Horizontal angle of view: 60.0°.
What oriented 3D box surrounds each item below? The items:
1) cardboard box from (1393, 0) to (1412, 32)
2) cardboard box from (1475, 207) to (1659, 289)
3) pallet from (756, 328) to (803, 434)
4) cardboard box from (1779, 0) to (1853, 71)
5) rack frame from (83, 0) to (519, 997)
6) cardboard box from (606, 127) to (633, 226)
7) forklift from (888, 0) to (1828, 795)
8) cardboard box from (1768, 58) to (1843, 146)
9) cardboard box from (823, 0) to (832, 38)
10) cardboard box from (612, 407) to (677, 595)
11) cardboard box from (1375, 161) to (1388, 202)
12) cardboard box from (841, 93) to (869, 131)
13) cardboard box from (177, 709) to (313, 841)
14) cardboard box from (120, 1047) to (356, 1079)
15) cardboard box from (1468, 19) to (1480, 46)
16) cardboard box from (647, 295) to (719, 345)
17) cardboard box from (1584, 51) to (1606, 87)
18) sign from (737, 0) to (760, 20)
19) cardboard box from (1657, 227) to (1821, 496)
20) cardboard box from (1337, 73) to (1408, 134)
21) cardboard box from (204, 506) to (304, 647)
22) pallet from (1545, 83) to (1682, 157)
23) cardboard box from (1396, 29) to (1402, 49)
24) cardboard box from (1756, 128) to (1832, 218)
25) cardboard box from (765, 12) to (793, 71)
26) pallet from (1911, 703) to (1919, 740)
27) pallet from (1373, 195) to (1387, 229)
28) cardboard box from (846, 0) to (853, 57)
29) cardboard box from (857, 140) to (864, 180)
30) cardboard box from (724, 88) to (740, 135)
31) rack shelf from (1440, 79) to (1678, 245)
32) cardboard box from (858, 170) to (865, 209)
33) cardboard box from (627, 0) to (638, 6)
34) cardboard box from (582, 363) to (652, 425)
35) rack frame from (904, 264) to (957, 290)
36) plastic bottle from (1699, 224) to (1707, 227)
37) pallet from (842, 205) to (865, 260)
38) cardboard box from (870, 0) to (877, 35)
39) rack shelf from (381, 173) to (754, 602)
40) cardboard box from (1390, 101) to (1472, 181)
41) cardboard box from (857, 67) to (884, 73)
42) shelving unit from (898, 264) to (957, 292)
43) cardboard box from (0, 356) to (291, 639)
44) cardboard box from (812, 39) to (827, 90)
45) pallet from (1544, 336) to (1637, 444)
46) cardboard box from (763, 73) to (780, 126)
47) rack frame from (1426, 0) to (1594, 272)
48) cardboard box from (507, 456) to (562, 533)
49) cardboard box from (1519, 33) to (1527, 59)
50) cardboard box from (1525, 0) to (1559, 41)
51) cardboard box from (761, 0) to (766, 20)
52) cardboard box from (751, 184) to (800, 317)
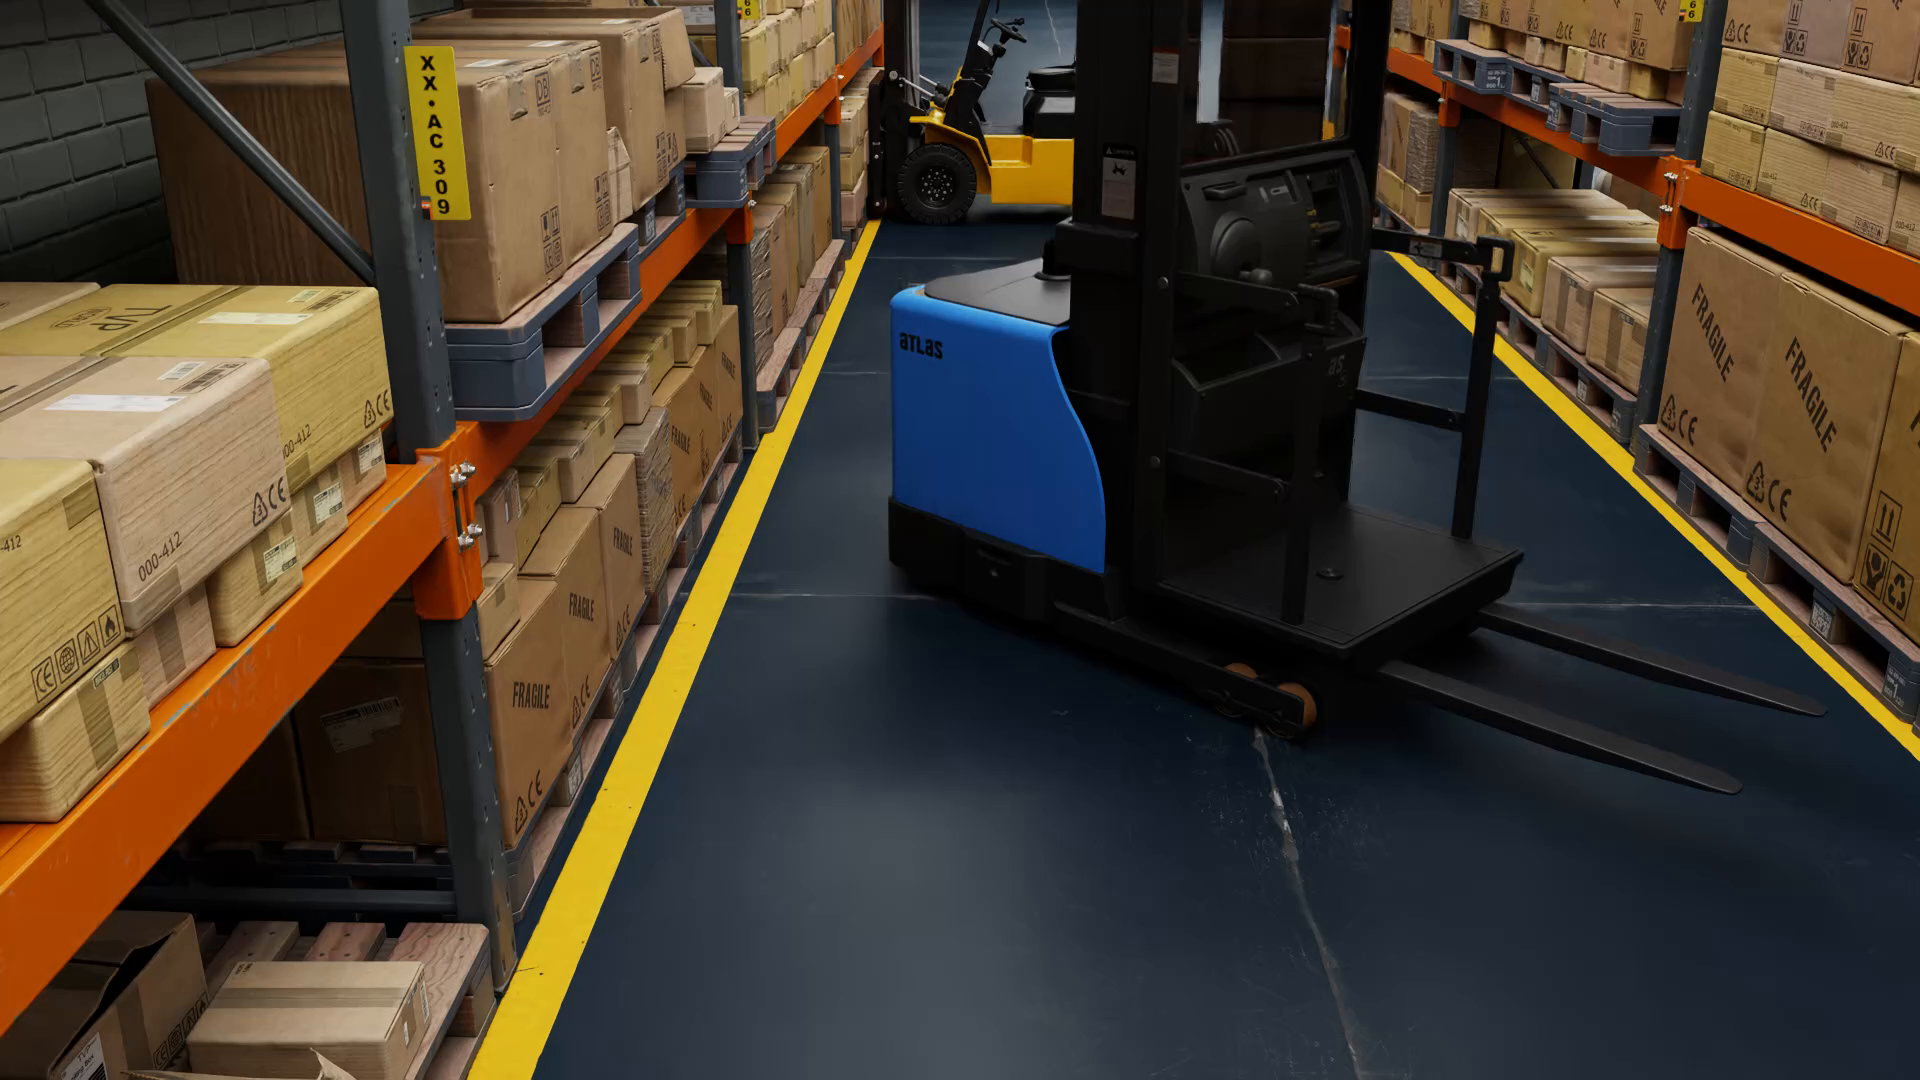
[{"bbox_3d":[3.442,-3.939,11.984,0.500,0.500,0.500,1,21,3],"label":"cardboard box"},{"bbox_3d":[3.626,-1.737,9.912,0.950,0.372,0.625,2,21,5],"label":"cardboard box"},{"bbox_3d":[-1.362,-0.820,8.352,1.003,0.211,1.213,1,21,2],"label":"pallet"},{"bbox_3d":[3.271,-1.928,5.830,0.500,0.500,0.500,1,21,2],"label":"cardboard box"},{"bbox_3d":[-1.547,-0.377,3.354,1.000,3.000,0.127,1,21,2],"label":"rack frame"},{"bbox_3d":[-1.122,-1.008,4.586,0.396,0.266,0.258,2,21,4],"label":"cardboard box"},{"bbox_3d":[1.139,-0.982,5.007,3.031,2.935,1.130,20,29,41],"label":"forklift"},{"bbox_3d":[3.257,-1.566,5.934,0.500,0.250,0.500,1,21,3],"label":"cardboard box"},{"bbox_3d":[-1.063,-3.252,10.280,0.500,0.250,0.500,0,21,0],"label":"cardboard box"},{"bbox_3d":[-1.260,-0.140,5.619,0.500,0.500,0.500,0,21,0],"label":"cardboard box"},{"bbox_3d":[3.433,-2.723,12.621,0.500,0.250,0.500,1,21,2],"label":"cardboard box"},{"bbox_3d":[-0.946,-3.186,12.431,0.500,0.250,0.500,1,21,3],"label":"cardboard box"},{"bbox_3d":[-1.828,0.412,4.196,0.500,0.500,0.500,1,21,1],"label":"cardboard box"},{"bbox_3d":[-1.282,1.036,2.912,0.396,0.266,0.258,1,21,4],"label":"cardboard box"},{"bbox_3d":[3.325,-3.099,10.135,0.380,0.149,0.250,1,21,2],"label":"cardboard box"},{"bbox_3d":[-1.165,-0.876,6.617,0.380,0.149,0.250,0,21,-1],"label":"cardboard box"},{"bbox_3d":[3.225,-2.250,7.948,0.380,0.149,0.250,0,21,-1],"label":"cardboard box"},{"bbox_3d":[-0.883,-2.324,6.879,0.100,0.325,0.005,1,21,2],"label":"sign"},{"bbox_3d":[3.432,-0.726,6.611,0.875,0.875,0.875,0,21,1],"label":"cardboard box"},{"bbox_3d":[3.478,-3.629,13.918,0.500,0.500,0.500,0,21,0],"label":"cardboard box"},{"bbox_3d":[-1.275,0.047,2.609,0.380,0.149,0.250,1,21,3],"label":"cardboard box"},{"bbox_3d":[3.451,-1.939,7.646,1.213,0.211,1.003,1,21,2],"label":"pallet"},{"bbox_3d":[3.428,-3.678,12.209,0.380,0.149,0.250,0,21,1],"label":"cardboard box"},{"bbox_3d":[3.271,-1.340,6.043,0.500,0.250,0.500,0,21,0],"label":"cardboard box"},{"bbox_3d":[-1.118,-2.514,8.378,0.500,0.250,0.500,0,21,0],"label":"cardboard box"},{"bbox_3d":[3.362,0.696,4.442,1.003,0.211,1.213,1,21,2],"label":"pallet"},{"bbox_3d":[3.677,-2.602,12.942,1.003,0.211,1.213,1,21,2],"label":"pallet"},{"bbox_3d":[-1.030,-3.662,11.682,0.500,0.500,0.500,1,21,3],"label":"cardboard box"},{"bbox_3d":[-0.967,-2.770,12.051,0.500,0.250,0.500,1,21,1],"label":"cardboard box"},{"bbox_3d":[-1.062,-1.660,6.428,0.380,0.149,0.250,1,21,3],"label":"cardboard box"},{"bbox_3d":[3.597,-2.158,8.938,1.077,0.370,4.000,1,21,2],"label":"rack shelf"},{"bbox_3d":[-0.958,-2.538,12.145,0.500,0.250,0.500,0,21,0],"label":"cardboard box"},{"bbox_3d":[-1.618,-2.292,7.255,0.380,0.149,0.250,1,21,3],"label":"cardboard box"},{"bbox_3d":[-1.256,-0.496,5.638,0.380,0.149,0.250,0,21,-1],"label":"cardboard box"},{"bbox_3d":[-0.112,-0.558,6.516,0.200,1.050,0.008,1,21,3],"label":"rack frame"},{"bbox_3d":[5.571,-2.292,12.352,0.133,0.061,0.283,4,22,11],"label":"plastic bottle"},{"bbox_3d":[-1.238,-2.257,12.053,1.003,0.211,1.213,1,21,2],"label":"pallet"},{"bbox_3d":[-0.960,-4.394,13.569,0.500,0.500,0.500,1,21,3],"label":"cardboard box"},{"bbox_3d":[-1.487,-0.765,5.348,1.077,0.370,4.000,1,21,2],"label":"rack shelf"},{"bbox_3d":[3.421,-2.881,11.990,0.500,0.500,0.500,1,21,3],"label":"cardboard box"},{"bbox_3d":[-0.885,-3.926,14.339,0.500,0.250,0.500,1,21,3],"label":"cardboard box"},{"bbox_3d":[-0.119,-0.514,6.402,0.215,1.050,0.252,1,21,3],"label":"shelving unit"},{"bbox_3d":[-1.319,-0.078,2.378,0.500,0.250,0.500,1,21,2],"label":"cardboard box"},{"bbox_3d":[-1.068,-2.833,9.890,0.500,0.250,0.500,1,21,1],"label":"cardboard box"},{"bbox_3d":[3.561,-0.752,8.176,1.003,0.211,1.213,1,21,2],"label":"pallet"},{"bbox_3d":[-1.148,-2.093,7.983,0.500,0.250,0.500,0,21,0],"label":"cardboard box"},{"bbox_3d":[3.657,-3.216,10.671,1.000,3.000,0.127,1,21,2],"label":"rack frame"},{"bbox_3d":[-1.348,-0.130,4.695,0.380,0.149,0.250,0,21,1],"label":"cardboard box"},{"bbox_3d":[3.317,-2.723,9.167,0.380,0.149,0.250,1,21,2],"label":"cardboard box"},{"bbox_3d":[3.308,-2.885,8.689,0.500,0.500,0.500,0,21,-1],"label":"cardboard box"},{"bbox_3d":[-1.137,-2.569,7.967,0.380,0.149,0.250,1,21,2],"label":"cardboard box"},{"bbox_3d":[-1.361,-1.617,9.252,0.875,0.625,0.625,0,21,-1],"label":"cardboard box"}]
